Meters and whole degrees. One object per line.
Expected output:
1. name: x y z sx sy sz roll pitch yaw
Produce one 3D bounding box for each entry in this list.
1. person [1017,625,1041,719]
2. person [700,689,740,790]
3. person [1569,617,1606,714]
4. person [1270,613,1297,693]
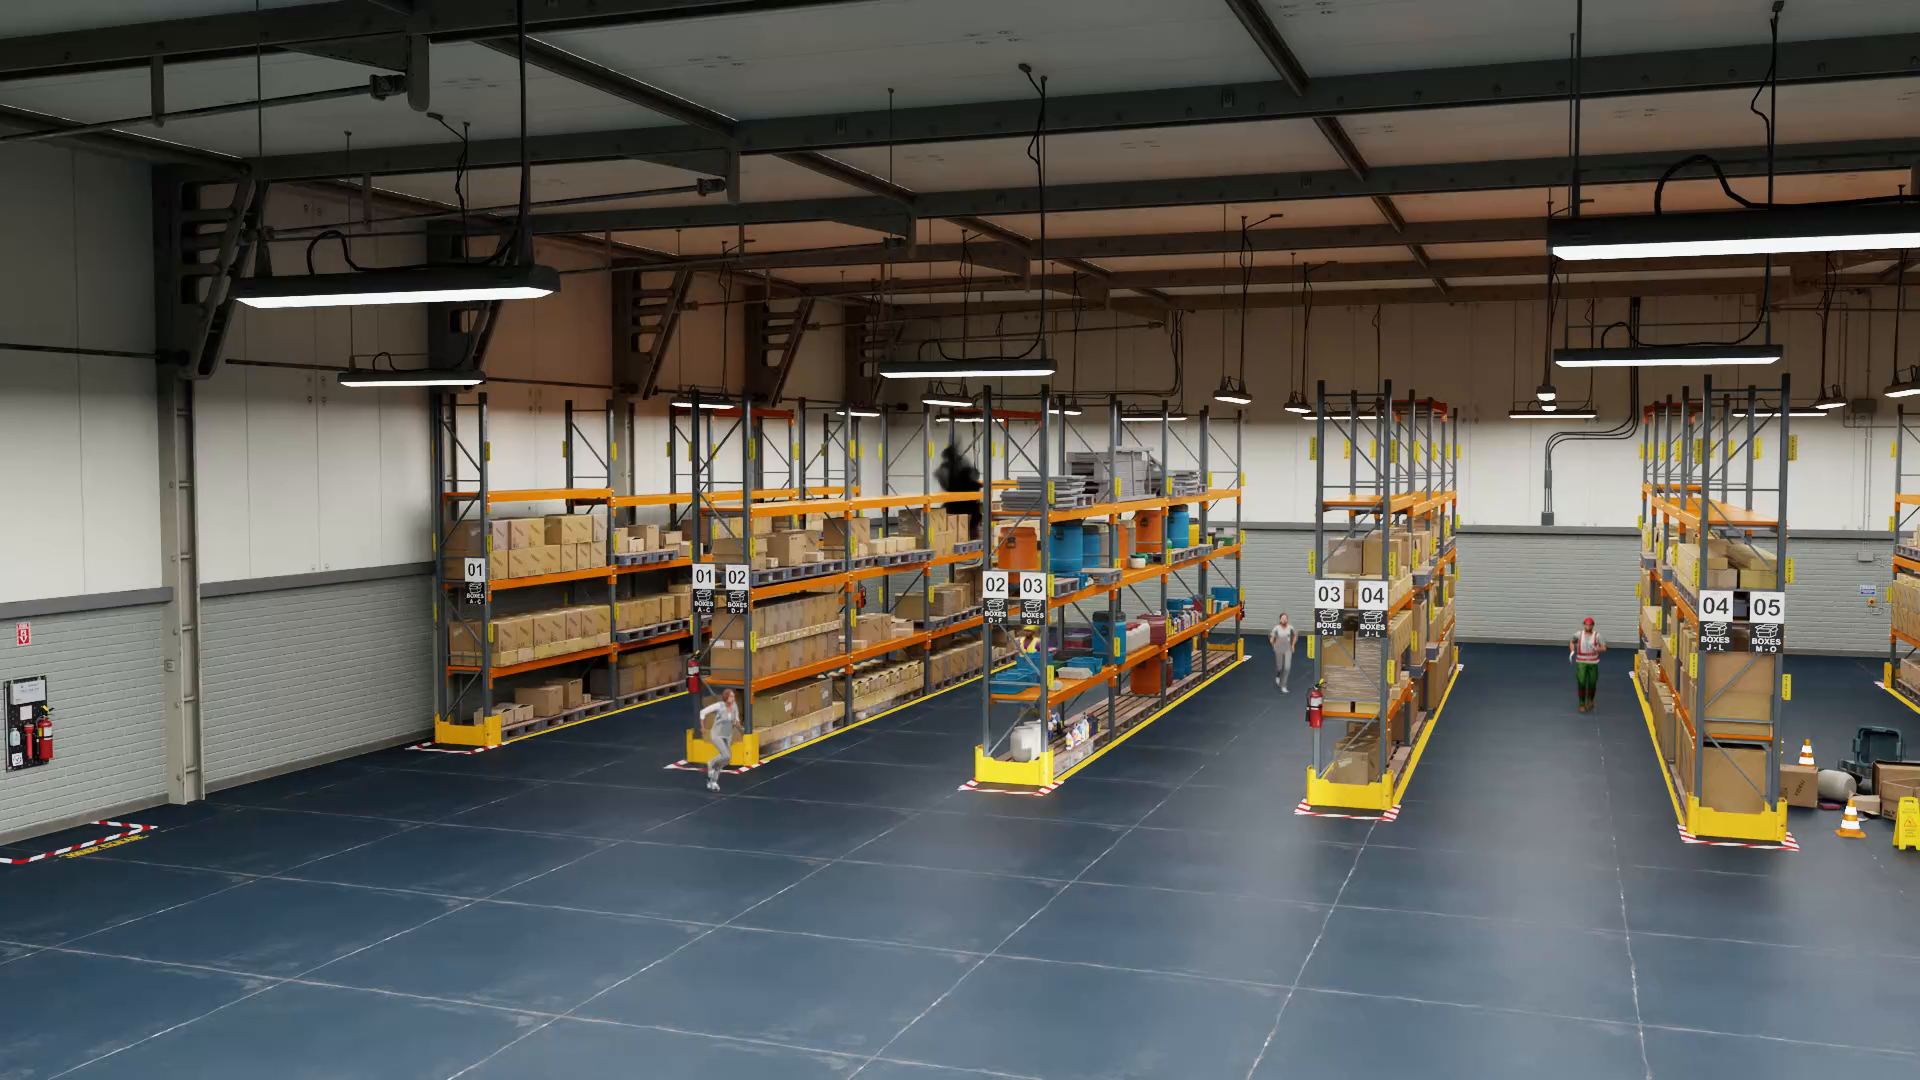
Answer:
1. person: 1.319 2.472 31.248 0.679 1.821 0.761 1 3 20
2. person: -3.491 2.941 24.500 0.680 1.529 0.525 3 4 40
3. person: 12.053 2.379 31.937 0.658 1.801 0.950 1 3 20
4. person: 6.765 2.339 34.812 0.554 1.642 0.788 0 3 4
